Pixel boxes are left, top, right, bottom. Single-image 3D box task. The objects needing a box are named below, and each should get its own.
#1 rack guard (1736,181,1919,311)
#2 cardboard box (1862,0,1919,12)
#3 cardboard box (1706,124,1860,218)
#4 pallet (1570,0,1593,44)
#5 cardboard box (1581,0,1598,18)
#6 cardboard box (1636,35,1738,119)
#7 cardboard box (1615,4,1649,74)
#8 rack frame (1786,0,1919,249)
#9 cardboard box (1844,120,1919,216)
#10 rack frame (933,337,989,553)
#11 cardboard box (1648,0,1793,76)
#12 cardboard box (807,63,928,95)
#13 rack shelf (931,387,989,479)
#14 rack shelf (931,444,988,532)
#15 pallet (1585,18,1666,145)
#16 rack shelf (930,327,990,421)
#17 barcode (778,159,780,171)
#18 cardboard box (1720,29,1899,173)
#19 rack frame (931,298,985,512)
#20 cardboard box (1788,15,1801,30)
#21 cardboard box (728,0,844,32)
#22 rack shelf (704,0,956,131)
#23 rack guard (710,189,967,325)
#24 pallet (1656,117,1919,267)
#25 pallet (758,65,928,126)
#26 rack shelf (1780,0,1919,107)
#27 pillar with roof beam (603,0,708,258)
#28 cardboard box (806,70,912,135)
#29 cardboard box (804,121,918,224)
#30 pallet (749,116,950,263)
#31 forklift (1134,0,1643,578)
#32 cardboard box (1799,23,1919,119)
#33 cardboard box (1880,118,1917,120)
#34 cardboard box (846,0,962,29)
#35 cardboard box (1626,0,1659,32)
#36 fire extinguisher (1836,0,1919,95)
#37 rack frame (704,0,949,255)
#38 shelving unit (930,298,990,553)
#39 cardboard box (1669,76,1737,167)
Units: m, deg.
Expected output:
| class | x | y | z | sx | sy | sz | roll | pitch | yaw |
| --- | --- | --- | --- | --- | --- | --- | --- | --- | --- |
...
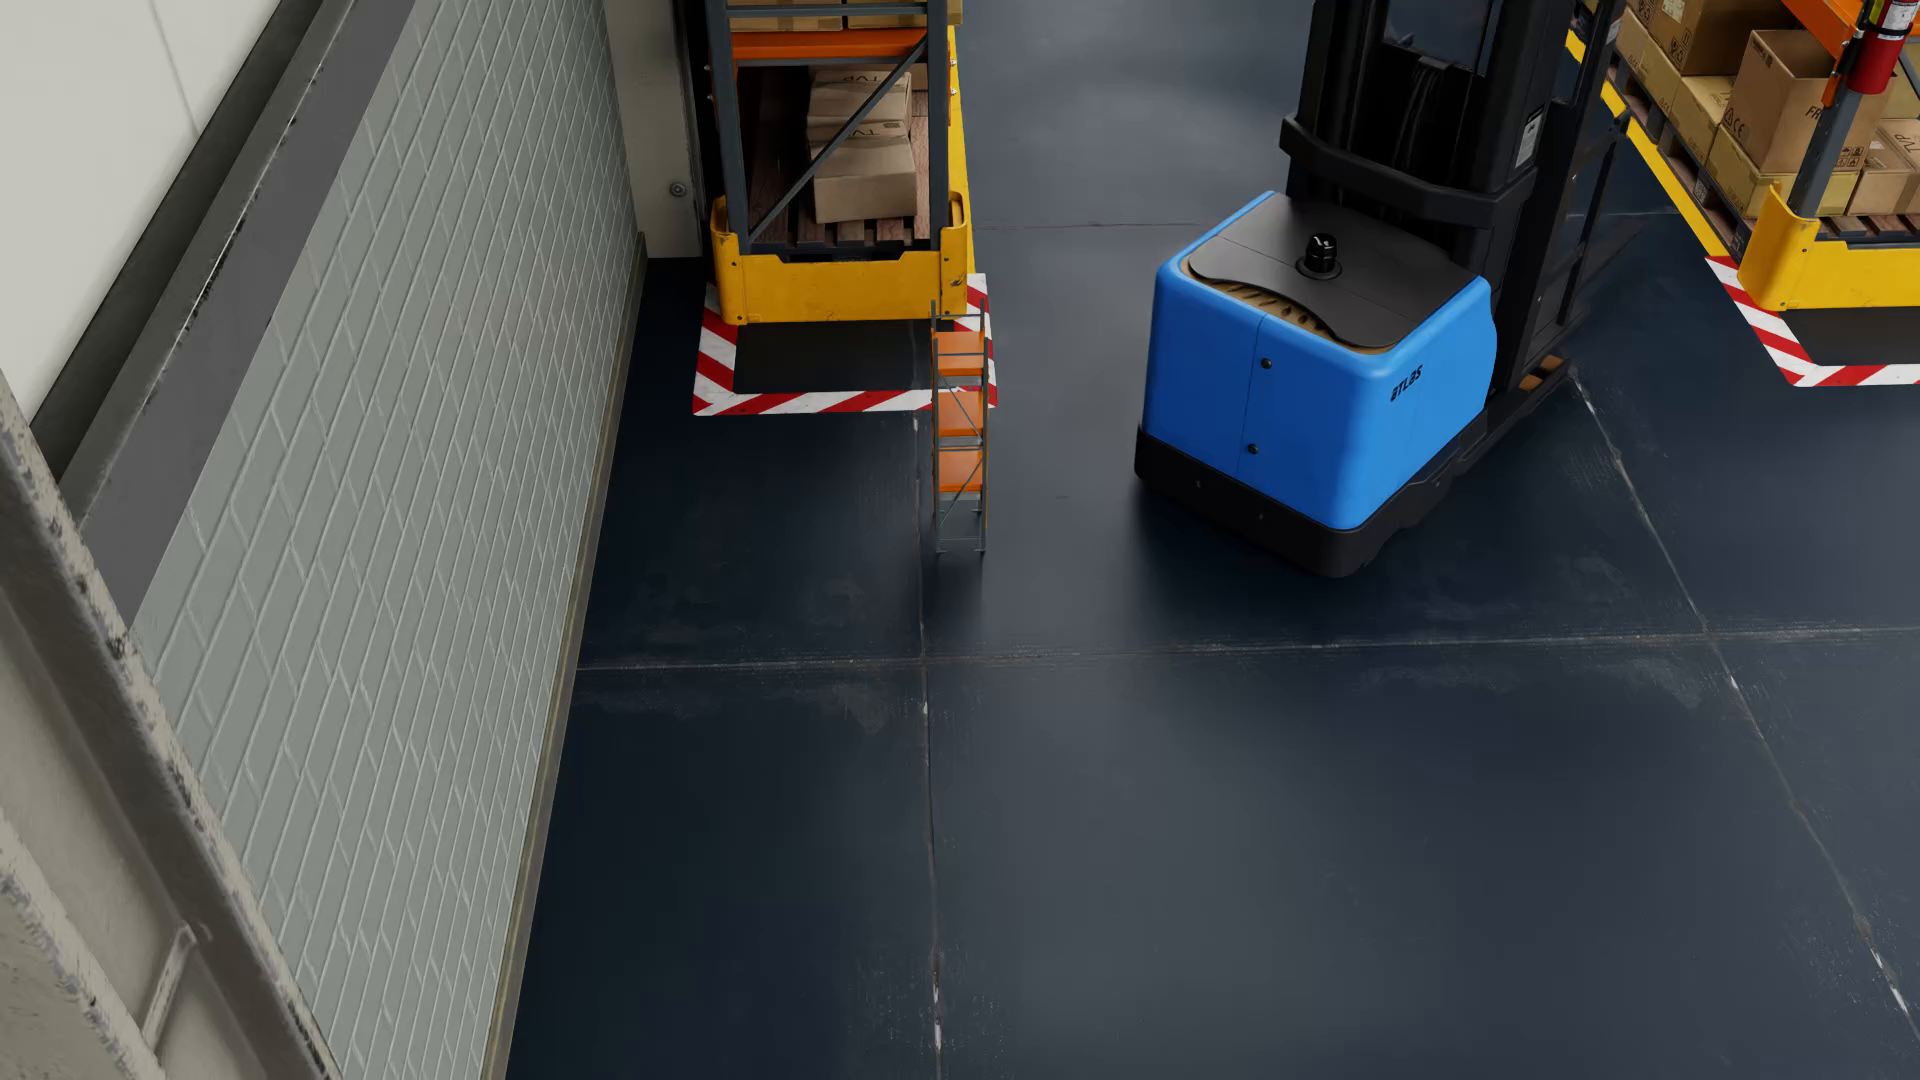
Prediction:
| class | x | y | z | sx | sy | sz | roll | pitch | yaw |
| --- | --- | --- | --- | --- | --- | --- | --- | --- | --- |
| rack guard | 4.397 | -1.409 | 7.917 | 1.175 | 0.500 | 0.348 | -2 | 43 | -2 |
| cardboard box | 4.389 | -2.699 | 7.401 | 0.700 | 0.500 | 0.500 | -2 | 43 | -2 |
| cardboard box | 4.078 | -1.842 | 8.263 | 0.500 | 0.250 | 0.500 | -2 | 43 | -2 |
| pallet | 4.218 | -3.481 | 10.392 | 1.003 | 0.211 | 1.213 | -2 | 43 | -2 |
| cardboard box | 3.975 | -3.191 | 9.736 | 0.500 | 0.250 | 0.500 | -2 | 43 | -2 |
| cardboard box | 4.022 | -2.516 | 8.999 | 0.500 | 0.250 | 0.500 | -2 | 43 | -2 |
| cardboard box | 4.002 | -2.854 | 9.368 | 0.500 | 0.250 | 0.500 | -2 | 43 | -2 |
| rack frame | 4.396 | -2.347 | 7.090 | 1.000 | 3.000 | 0.127 | -2 | 43 | -2 |
| cardboard box | 4.595 | -1.856 | 8.279 | 0.500 | 0.250 | 0.500 | -2 | 43 | -2 |
| rack frame | 0.003 | -0.341 | 6.345 | 0.200 | 1.050 | 0.008 | -2 | 43 | -2 |
| cardboard box | 4.019 | -2.793 | 8.746 | 0.500 | 0.500 | 0.500 | -2 | 43 | -2 |
| cardboard box | -0.498 | -2.794 | 9.103 | 0.700 | 0.500 | 0.500 | -4 | 43 | -4 |
| rack shelf | -0.002 | -0.415 | 6.442 | 0.215 | 0.259 | 0.240 | -2 | 43 | -2 |
| rack shelf | -0.002 | -0.210 | 6.630 | 0.215 | 0.259 | 0.240 | -2 | 43 | -2 |
| pallet | 4.273 | -2.656 | 9.491 | 1.003 | 0.211 | 1.213 | -2 | 43 | -2 |
| rack shelf | -0.002 | -0.625 | 6.250 | 0.215 | 0.259 | 0.240 | -2 | 43 | -2 |
| barcode | -0.893 | -1.847 | 8.203 | 0.001 | 0.075 | 0.075 | -2 | 43 | -2 |
| cardboard box | 4.076 | -2.118 | 8.010 | 0.500 | 0.500 | 0.500 | -2 | 43 | -2 |
| rack frame | -0.007 | -0.506 | 6.525 | 0.200 | 1.050 | 0.008 | -2 | 43 | -2 |
| cardboard box | 4.538 | -2.807 | 8.762 | 0.500 | 0.500 | 0.500 | -2 | 43 | -2 |
| cardboard box | -0.767 | -2.464 | 7.315 | 0.500 | 0.250 | 0.500 | -1 | 43 | -1 |
| rack shelf | -0.638 | -3.287 | 8.649 | 1.077 | 0.370 | 4.000 | -2 | 43 | -2 |
| rack guard | -0.557 | -1.332 | 7.833 | 1.175 | 0.500 | 0.348 | -2 | 43 | -2 |
| pallet | 4.321 | -1.834 | 8.594 | 1.003 | 0.211 | 1.213 | -2 | 43 | -2 |
| pallet | -0.605 | -2.597 | 9.427 | 1.003 | 0.211 | 1.213 | -2 | 43 | -2 |
| rack shelf | 4.311 | -3.432 | 8.806 | 1.077 | 0.370 | 4.000 | -2 | 43 | -2 |
| pillar with roof beam | 2.854 | -4.985 | 5.529 | 9.100 | 9.000 | 0.400 | -2 | 43 | -2 |
| cardboard box | -0.517 | -2.228 | 8.625 | 0.500 | 0.311 | 0.500 | 2 | 43 | 2 |
| cardboard box | -0.493 | -1.843 | 8.205 | 0.500 | 0.311 | 0.500 | -6 | 43 | -7 |
| pallet | -0.556 | -1.775 | 8.530 | 1.003 | 0.211 | 1.213 | -2 | 43 | -2 |
| forklift | 2.081 | -1.850 | 6.599 | 1.130 | 2.935 | 3.031 | 31 | 51 | 29 |
| cardboard box | 4.572 | -2.470 | 8.394 | 0.500 | 0.500 | 0.500 | -2 | 43 | -2 |
| cardboard box | 4.570 | -2.194 | 8.648 | 0.500 | 0.250 | 0.500 | -2 | 43 | -2 |
| cardboard box | -0.257 | -2.493 | 7.346 | 0.500 | 0.250 | 0.500 | -3 | 43 | -3 |
| cardboard box | 3.999 | -3.130 | 9.114 | 0.500 | 0.500 | 0.500 | -2 | 43 | -2 |
| fire extinguisher | 3.937 | -2.225 | 7.015 | 0.296 | 0.674 | 0.183 | -2 | 43 | -2 |
| rack frame | -0.553 | -2.202 | 6.933 | 1.000 | 3.000 | 0.127 | -2 | 43 | -2 |
| shelving unit | -0.002 | -0.423 | 6.435 | 0.215 | 1.050 | 0.252 | -2 | 43 | -2 |
| cardboard box | 4.045 | -2.179 | 8.631 | 0.500 | 0.250 | 0.500 | -2 | 43 | -2 |
